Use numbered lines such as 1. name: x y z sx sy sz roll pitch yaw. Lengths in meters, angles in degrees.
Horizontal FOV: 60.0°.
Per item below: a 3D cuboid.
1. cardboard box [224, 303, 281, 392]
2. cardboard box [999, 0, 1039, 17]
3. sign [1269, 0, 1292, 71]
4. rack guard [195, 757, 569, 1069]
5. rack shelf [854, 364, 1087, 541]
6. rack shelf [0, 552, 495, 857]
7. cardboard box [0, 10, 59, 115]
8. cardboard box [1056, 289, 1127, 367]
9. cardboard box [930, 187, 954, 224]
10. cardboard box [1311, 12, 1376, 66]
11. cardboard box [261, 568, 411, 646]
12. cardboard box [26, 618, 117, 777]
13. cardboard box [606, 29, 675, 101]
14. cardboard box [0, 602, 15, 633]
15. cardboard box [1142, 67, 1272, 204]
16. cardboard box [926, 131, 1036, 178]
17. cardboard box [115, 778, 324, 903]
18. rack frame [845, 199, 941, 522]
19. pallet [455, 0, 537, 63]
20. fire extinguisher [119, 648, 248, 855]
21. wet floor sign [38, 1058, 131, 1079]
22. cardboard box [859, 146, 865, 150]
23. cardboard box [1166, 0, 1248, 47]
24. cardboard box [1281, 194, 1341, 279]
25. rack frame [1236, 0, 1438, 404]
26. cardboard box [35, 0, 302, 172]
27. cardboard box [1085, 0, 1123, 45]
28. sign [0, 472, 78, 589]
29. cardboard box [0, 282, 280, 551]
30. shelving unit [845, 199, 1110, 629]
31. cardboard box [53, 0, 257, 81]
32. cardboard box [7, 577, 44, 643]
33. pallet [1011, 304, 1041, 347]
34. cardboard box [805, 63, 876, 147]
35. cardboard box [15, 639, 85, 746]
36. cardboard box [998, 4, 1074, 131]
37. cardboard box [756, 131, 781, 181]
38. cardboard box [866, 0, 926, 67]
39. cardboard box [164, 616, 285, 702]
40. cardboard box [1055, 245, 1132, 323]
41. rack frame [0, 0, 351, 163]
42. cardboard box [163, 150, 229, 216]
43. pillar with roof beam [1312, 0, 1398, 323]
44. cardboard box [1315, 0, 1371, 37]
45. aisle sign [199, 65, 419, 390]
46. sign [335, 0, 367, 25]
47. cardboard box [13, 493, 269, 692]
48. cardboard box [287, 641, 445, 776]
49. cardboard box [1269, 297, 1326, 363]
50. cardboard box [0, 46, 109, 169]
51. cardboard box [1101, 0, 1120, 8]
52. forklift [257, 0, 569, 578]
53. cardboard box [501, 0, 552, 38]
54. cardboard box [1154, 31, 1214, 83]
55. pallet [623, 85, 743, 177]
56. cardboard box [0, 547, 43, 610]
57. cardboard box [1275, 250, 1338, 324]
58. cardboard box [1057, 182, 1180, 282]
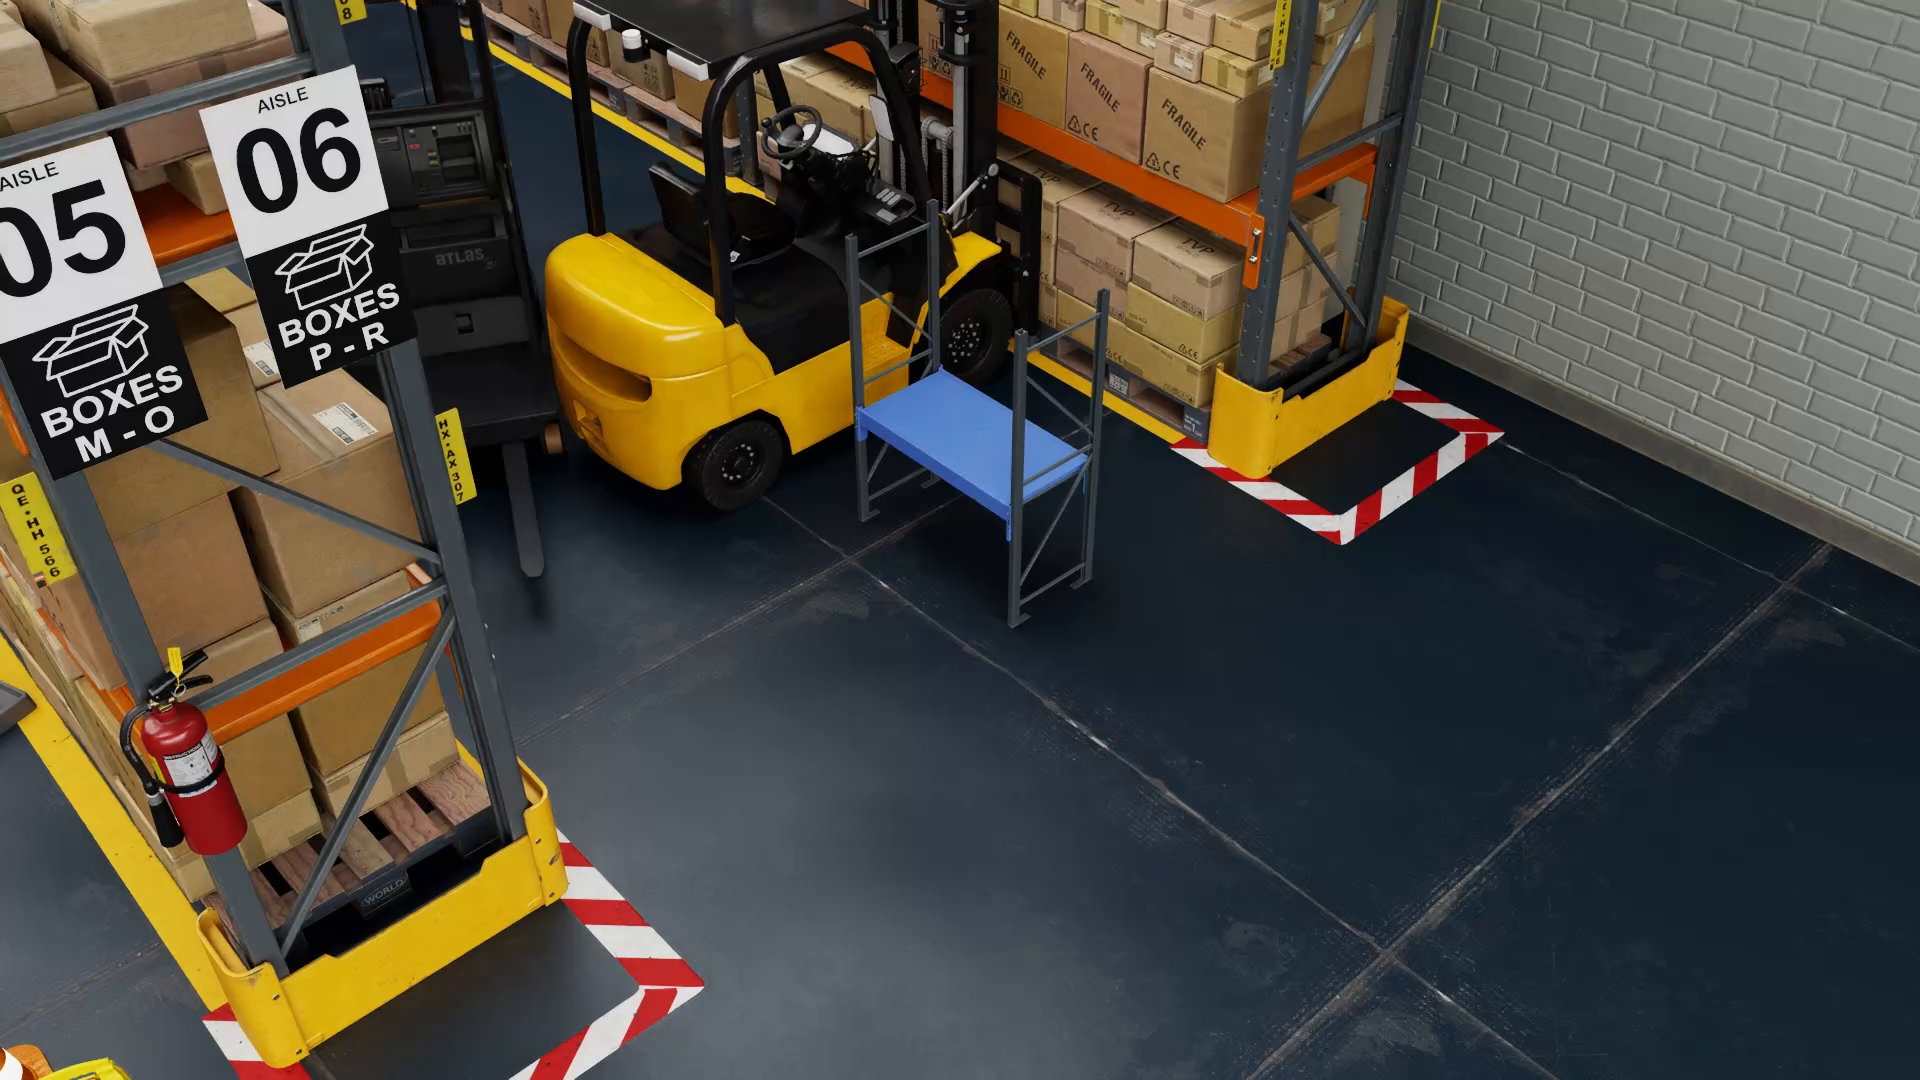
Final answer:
1. cardboard box: -2.388 -0.405 5.548 0.500 0.500 0.500 -28 47 -31
2. cardboard box: 0.408 -2.702 8.112 0.380 0.149 0.250 -30 47 -31
3. sign: 1.326 -2.104 6.858 0.100 0.325 0.005 -30 48 -32
4. rack guard: -1.970 1.262 5.789 1.175 0.500 0.348 -30 48 -32
5. rack shelf: 0.058 -0.404 7.343 0.538 0.185 1.000 -30 48 -32
6. rack shelf: -3.272 -0.321 6.332 1.077 0.370 4.000 -30 48 -32
7. cardboard box: -2.365 -1.085 3.884 0.380 0.149 0.250 -29 47 -31
8. cardboard box: 0.855 -1.197 8.699 0.500 0.250 0.500 -30 48 -32
9. cardboard box: 0.144 -1.866 9.130 0.500 0.250 0.500 -30 48 -32
10. cardboard box: 1.696 -2.344 7.670 0.380 0.149 0.250 -31 48 -33
11. cardboard box: -1.996 0.178 5.343 0.380 0.149 0.250 -30 48 -32
12. cardboard box: -3.008 0.440 6.076 0.500 0.500 0.500 -28 47 -30
13. cardboard box: -1.851 -3.476 11.222 0.875 0.625 0.625 -30 48 -32
14. cardboard box: -3.704 -0.040 6.670 0.500 0.500 0.500 -27 46 -30
15. cardboard box: 1.208 -1.941 7.686 0.500 0.500 0.500 -31 48 -33
16. cardboard box: 0.158 -2.050 8.959 0.500 0.250 0.500 -31 48 -33
17. cardboard box: -2.680 0.961 6.027 0.500 0.250 0.500 -30 48 -32
18. rack frame: -0.286 -0.779 7.521 0.500 1.500 0.032 -30 48 -32
19. pallet: -3.148 -4.006 12.542 1.003 0.211 1.213 -30 48 -32
20. fire extinguisher: -2.181 0.604 4.676 0.296 0.674 0.183 -30 48 -32
21. wet floor sign: -2.579 1.784 5.028 0.267 0.644 0.232 -15 41 -17
22. cardboard box: -0.529 -2.338 9.714 0.500 0.250 0.500 -30 48 -32
23. cardboard box: 1.147 -2.370 7.465 0.380 0.149 0.250 -30 48 -32
24. cardboard box: 1.549 -1.571 8.367 0.500 0.250 0.500 -31 48 -32
25. rack frame: 1.735 -1.786 7.574 1.000 3.000 0.127 -30 48 -32
26. cardboard box: -2.063 -1.245 4.400 0.500 0.250 0.500 -31 48 -32
27. cardboard box: 0.809 -2.490 7.850 0.380 0.149 0.250 -30 48 -32
28. sign: -2.341 -0.022 4.216 0.100 0.325 0.005 -30 48 -32
29. cardboard box: -2.425 -0.362 4.699 0.700 0.500 0.500 -31 48 -33
30. shelving unit: 0.058 -0.544 7.230 0.538 1.500 1.048 -30 48 -32
31. cardboard box: -2.009 -1.305 4.157 0.380 0.149 0.250 -30 48 -32
32. cardboard box: -3.118 0.168 5.895 0.380 0.149 0.250 -29 47 -31
33. pallet: 0.366 -1.602 9.565 1.003 0.211 1.213 -30 48 -32
34. cardboard box: -0.536 -2.522 9.543 0.500 0.250 0.500 -30 48 -32
35. cardboard box: -3.367 0.489 6.612 0.500 0.250 0.500 -32 49 -33
36. cardboard box: 0.517 -2.422 8.282 0.500 0.500 0.500 -31 48 -32
37. cardboard box: -0.887 -2.366 10.147 0.500 0.250 0.500 -29 47 -31
38. cardboard box: -0.155 -2.892 8.864 0.500 0.500 0.500 -30 48 -32
39. cardboard box: -2.330 0.341 5.141 0.380 0.149 0.250 -28 47 -30
40. cardboard box: 0.844 -1.403 8.556 0.500 0.250 0.500 -30 48 -32
41. rack frame: -1.919 -2.009 3.075 1.000 3.000 0.127 -30 48 -32
42. cardboard box: -1.904 -1.036 4.457 0.380 0.149 0.250 -30 48 -32
43. pillar with roof beam: -1.243 -2.996 4.297 9.100 9.000 0.400 -30 48 -32
44. cardboard box: 1.665 -2.439 7.550 0.380 0.149 0.250 -31 48 -32
45. aisle sign: -1.649 -0.789 4.271 0.394 0.787 0.004 -30 48 -32
46. sign: -1.520 -1.412 4.029 0.100 0.325 0.005 -30 48 -32
47. cardboard box: -2.489 0.036 5.001 0.500 0.500 0.500 -31 48 -32
48. cardboard box: -2.277 0.438 6.078 0.500 0.500 0.500 -32 49 -33
49. cardboard box: 1.546 -1.190 8.690 0.500 0.250 0.500 -30 48 -32
50. cardboard box: -2.464 -1.022 4.123 0.500 0.250 0.500 -31 48 -32
51. cardboard box: 0.837 -2.626 7.782 0.380 0.149 0.250 -30 47 -31
52. forklift: -2.576 -1.662 7.475 1.130 2.935 3.031 -11 40 -13
53. cardboard box: -2.817 -4.134 12.038 0.875 0.625 0.625 -28 47 -30
54. cardboard box: 1.099 -2.224 7.521 0.380 0.149 0.250 -29 47 -31
55. pallet: -1.498 -2.877 11.144 1.003 0.211 1.213 -30 48 -32
56. cardboard box: -2.937 0.037 5.517 0.380 0.149 0.250 -29 47 -31
57. cardboard box: 1.570 -1.380 8.528 0.500 0.250 0.500 -29 47 -31
58. cardboard box: 0.844 -1.583 8.381 0.500 0.250 0.500 -29 47 -31
